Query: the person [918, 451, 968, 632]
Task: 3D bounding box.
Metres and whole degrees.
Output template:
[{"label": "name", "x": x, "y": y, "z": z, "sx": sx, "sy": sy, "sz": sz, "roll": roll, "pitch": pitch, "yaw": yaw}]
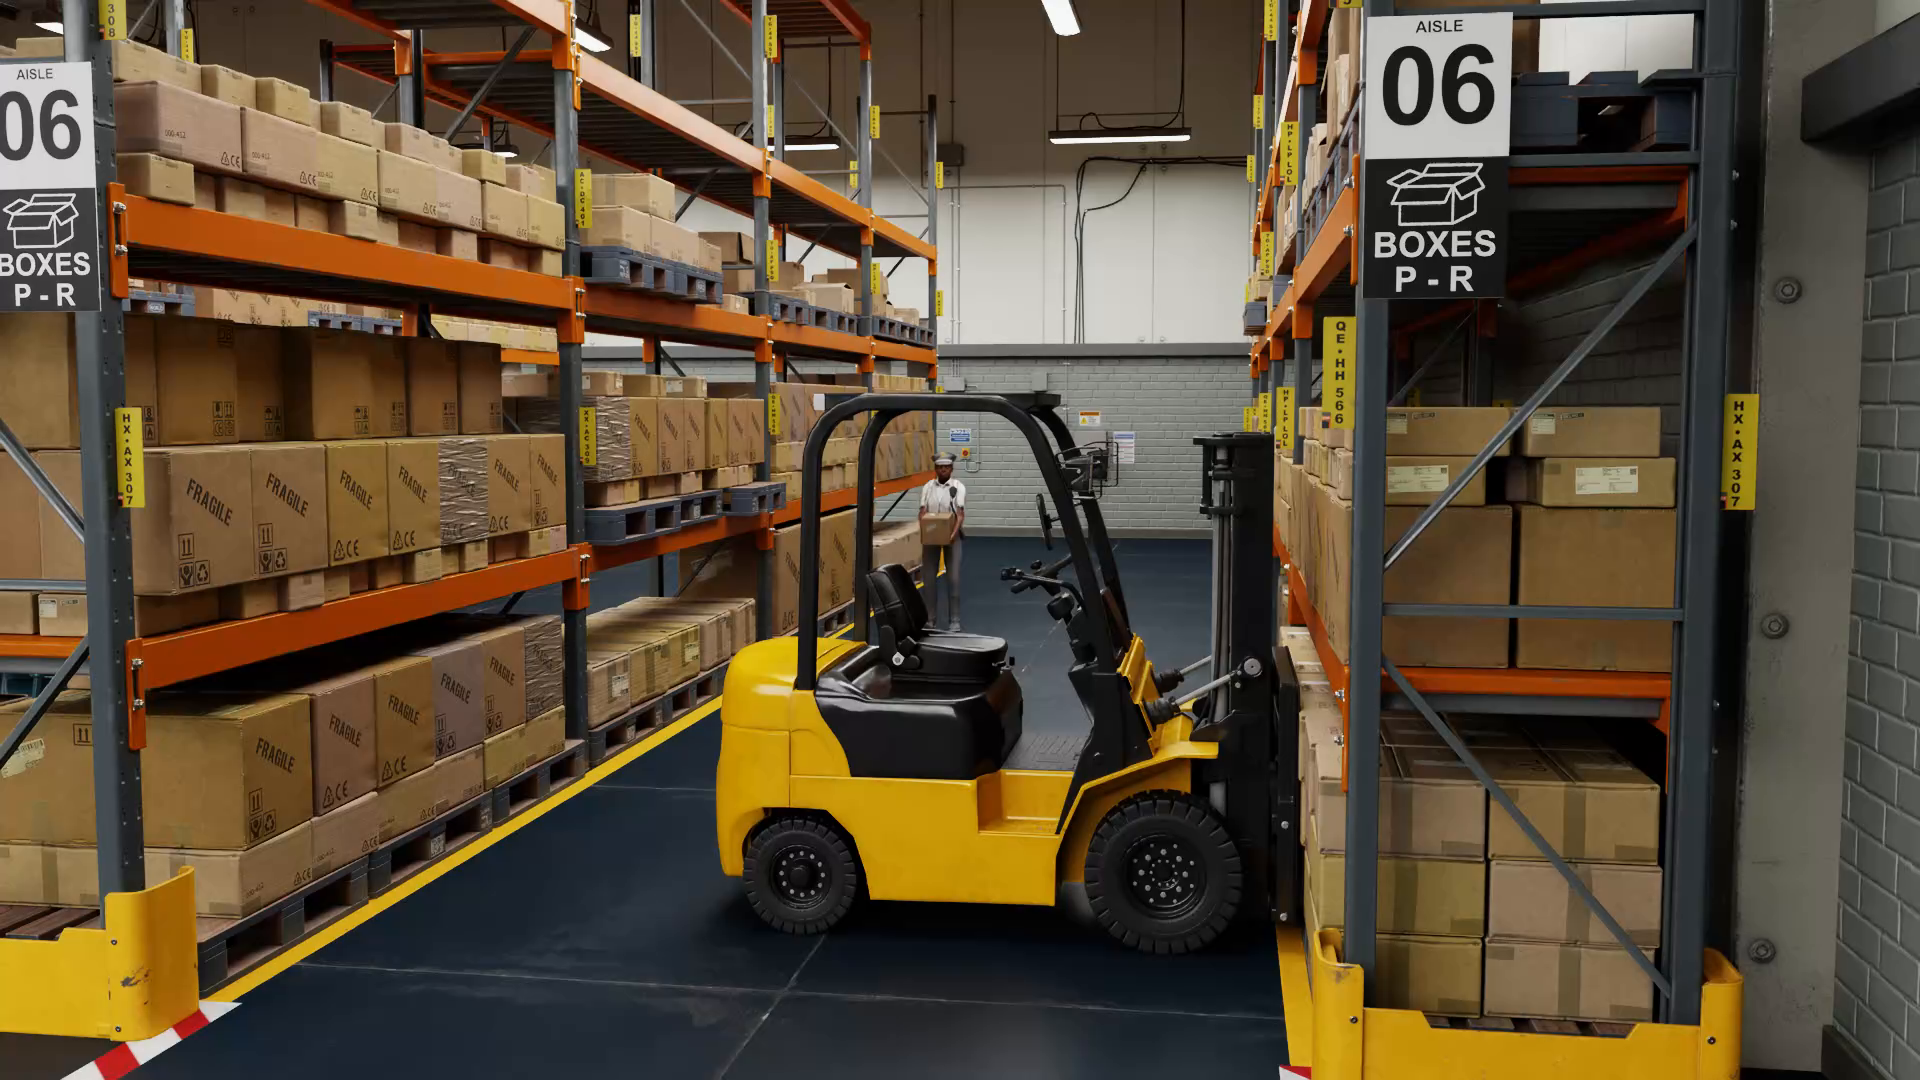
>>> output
[{"label": "person", "x": -0.169, "y": 0.012, "z": 15.542, "sx": 0.468, "sy": 1.692, "sz": 0.503, "roll": 1, "pitch": 5, "yaw": 8}]
